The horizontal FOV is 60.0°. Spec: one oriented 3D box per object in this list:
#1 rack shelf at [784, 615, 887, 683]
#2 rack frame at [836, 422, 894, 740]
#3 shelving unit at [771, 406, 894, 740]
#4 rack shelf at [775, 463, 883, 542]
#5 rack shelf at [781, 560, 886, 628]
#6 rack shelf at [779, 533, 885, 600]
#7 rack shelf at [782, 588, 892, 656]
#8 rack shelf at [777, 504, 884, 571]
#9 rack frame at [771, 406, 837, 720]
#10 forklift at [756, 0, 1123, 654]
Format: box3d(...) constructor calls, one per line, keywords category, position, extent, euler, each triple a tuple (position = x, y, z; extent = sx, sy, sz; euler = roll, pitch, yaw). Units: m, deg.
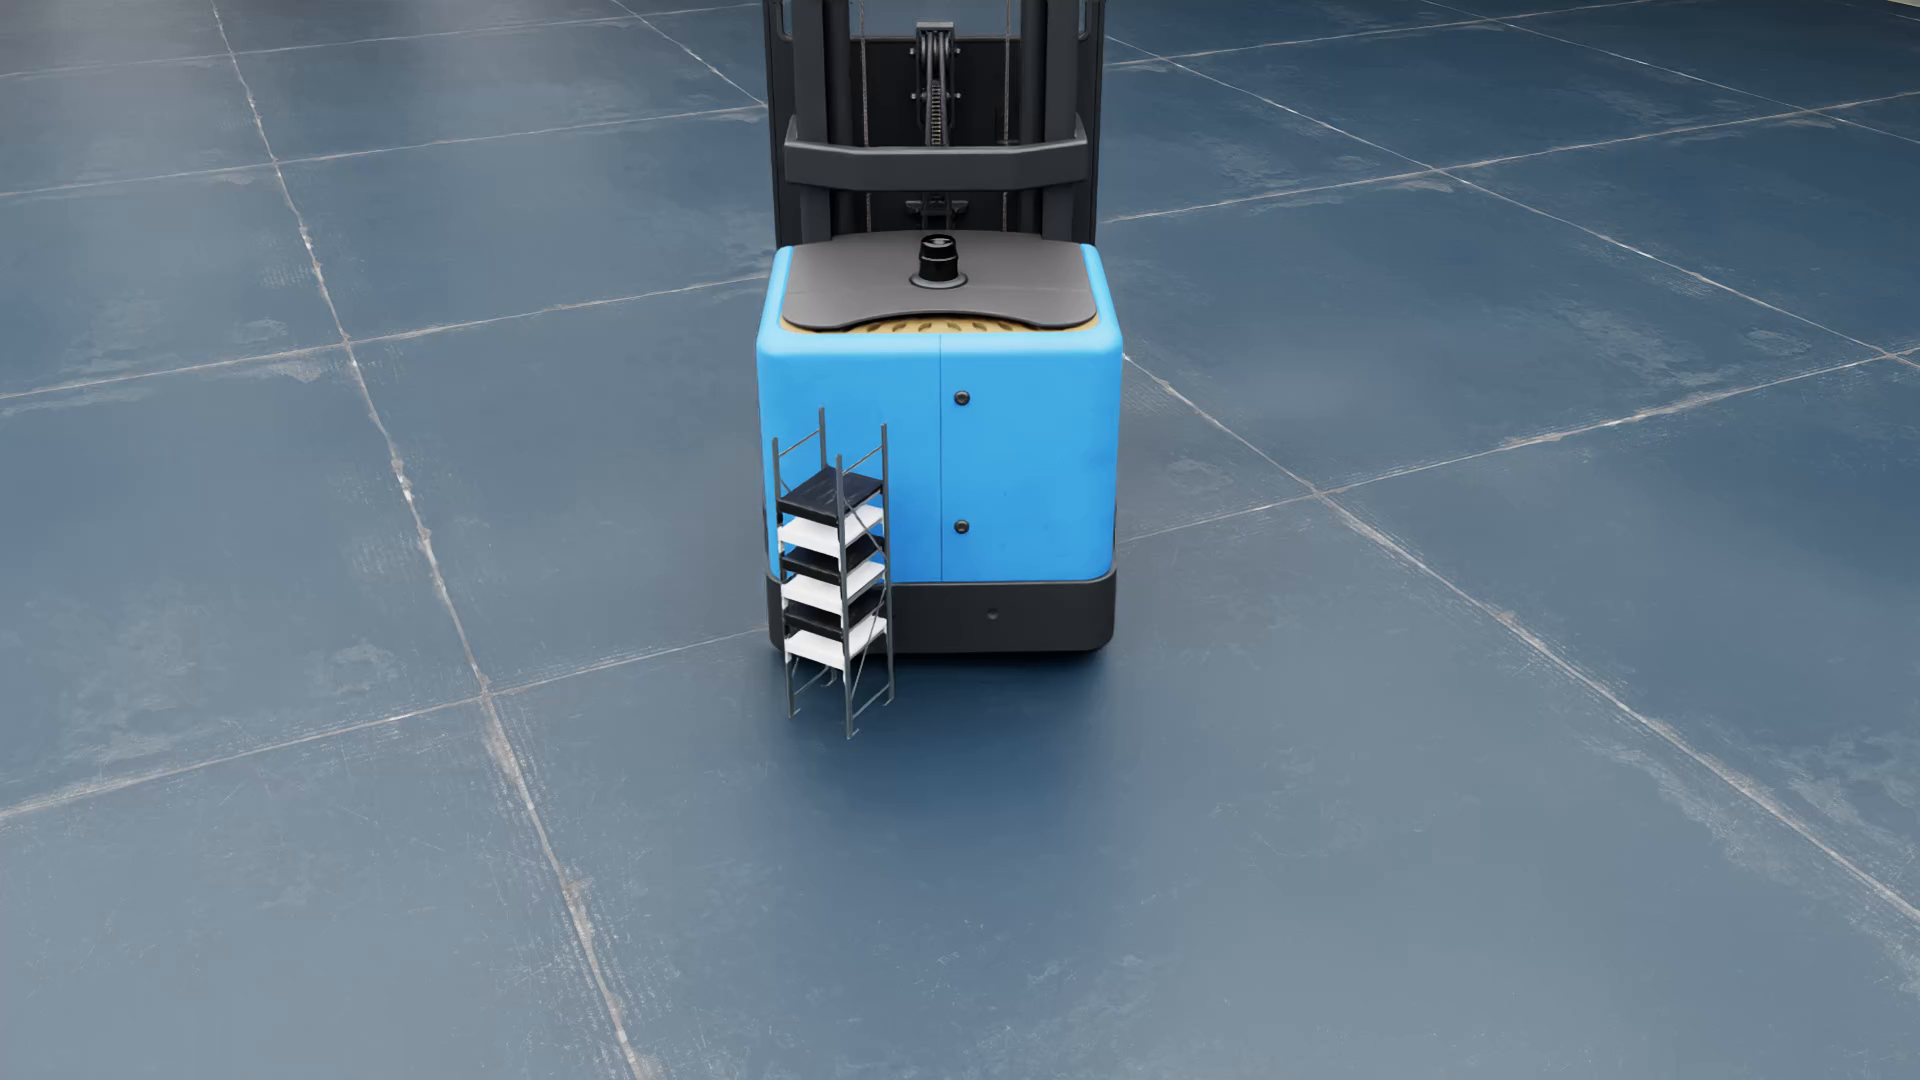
box3d(category="rack shelf", position=(-0.346, 0.288, 4.753), extent=(0.200, 0.077, 0.258), euler=(16, 33, 26))
box3d(category="rack frame", position=(-0.258, 0.127, 4.604), extent=(0.006, 0.900, 0.240), euler=(16, 33, 26))
box3d(category="shelving unit", position=(-0.346, 0.102, 4.648), extent=(0.210, 0.900, 0.258), euler=(16, 33, 26))
box3d(category="rack shelf", position=(-0.346, -0.105, 4.533), extent=(0.200, 0.077, 0.258), euler=(16, 33, 26))
box3d(category="rack shelf", position=(-0.346, 0.131, 4.665), extent=(0.200, 0.077, 0.258), euler=(16, 33, 26))
box3d(category="rack shelf", position=(-0.346, 0.052, 4.621), extent=(0.200, 0.077, 0.258), euler=(16, 33, 26))
box3d(category="rack shelf", position=(-0.346, 0.209, 4.709), extent=(0.200, 0.077, 0.258), euler=(16, 33, 26))
box3d(category="rack shelf", position=(-0.346, -0.026, 4.577), extent=(0.200, 0.077, 0.258), euler=(16, 33, 26))
box3d(category="rack frame", position=(-0.434, 0.077, 4.693), extent=(0.006, 0.900, 0.240), euler=(16, 33, 26))
box3d(category="forklift", position=(-0.089, -1.617, 5.637), extent=(1.130, 2.935, 3.031), euler=(-1, 29, -1))
